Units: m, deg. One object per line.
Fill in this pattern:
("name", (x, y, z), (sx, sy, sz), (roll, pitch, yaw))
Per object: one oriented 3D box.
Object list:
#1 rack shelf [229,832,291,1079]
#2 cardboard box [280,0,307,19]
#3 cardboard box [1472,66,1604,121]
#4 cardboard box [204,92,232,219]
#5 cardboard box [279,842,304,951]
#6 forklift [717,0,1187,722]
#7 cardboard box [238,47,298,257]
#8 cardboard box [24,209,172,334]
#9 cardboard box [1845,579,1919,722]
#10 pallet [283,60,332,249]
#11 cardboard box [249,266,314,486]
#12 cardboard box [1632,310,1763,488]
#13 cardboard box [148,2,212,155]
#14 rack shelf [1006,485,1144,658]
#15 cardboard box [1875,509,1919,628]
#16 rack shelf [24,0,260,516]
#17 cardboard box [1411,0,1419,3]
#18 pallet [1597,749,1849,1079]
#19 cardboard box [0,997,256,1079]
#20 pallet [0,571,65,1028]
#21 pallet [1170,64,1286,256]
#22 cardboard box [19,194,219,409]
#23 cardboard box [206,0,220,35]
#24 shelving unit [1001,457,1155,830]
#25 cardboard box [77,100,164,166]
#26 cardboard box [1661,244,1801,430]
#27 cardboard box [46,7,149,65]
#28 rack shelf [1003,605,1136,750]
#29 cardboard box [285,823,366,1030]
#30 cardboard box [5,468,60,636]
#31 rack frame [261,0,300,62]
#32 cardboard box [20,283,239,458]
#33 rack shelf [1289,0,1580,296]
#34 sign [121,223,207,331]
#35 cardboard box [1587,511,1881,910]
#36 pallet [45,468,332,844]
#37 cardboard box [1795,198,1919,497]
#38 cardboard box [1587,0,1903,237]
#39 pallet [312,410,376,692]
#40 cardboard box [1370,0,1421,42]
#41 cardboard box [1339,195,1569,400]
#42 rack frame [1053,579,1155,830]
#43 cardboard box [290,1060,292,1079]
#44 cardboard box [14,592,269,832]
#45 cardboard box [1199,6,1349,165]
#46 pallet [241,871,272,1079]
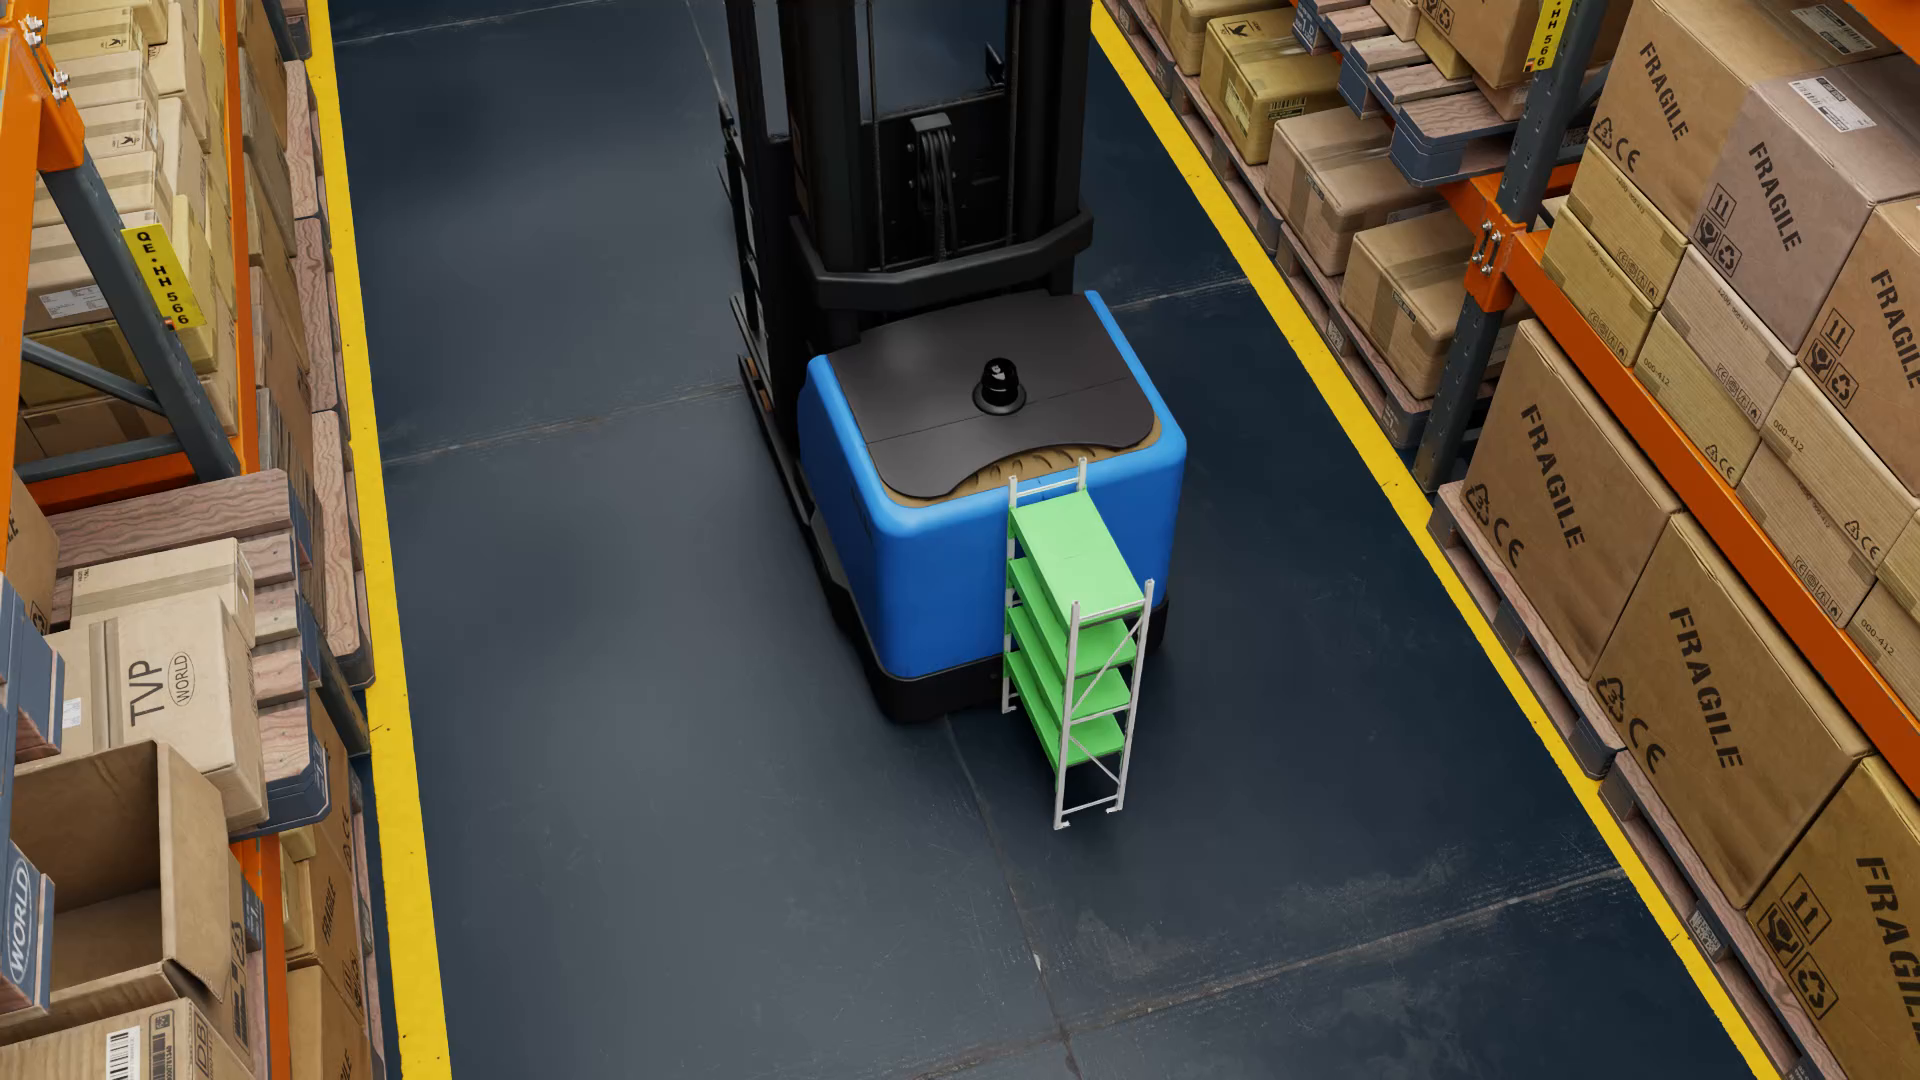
("rack shelf", (-1.901, 1.521, 3.476), (1.077, 0.370, 4.000), (-13, 51, -11))
("cardboard box", (-3.502, -2.770, 8.147), (0.500, 0.250, 0.500), (-13, 51, -11))
("cardboard box", (1.927, -1.537, 5.473), (0.380, 0.149, 0.250), (-12, 51, -10))
("cardboard box", (-2.693, -1.245, 5.436), (0.500, 0.250, 0.500), (-15, 51, -12))
("cardboard box", (-1.958, 0.988, 4.391), (0.380, 0.149, 0.250), (-15, 51, -12))
("forklift", (-0.249, -1.484, 5.584), (1.130, 2.935, 3.031), (-15, 52, -12))
("cardboard box", (-3.288, -1.516, 6.844), (0.875, 0.625, 0.625), (-14, 51, -11))
("cardboard box", (-2.305, -0.712, 4.399), (0.380, 0.149, 0.250), (-12, 51, -10))
("cardboard box", (2.621, 0.282, 4.149), (0.500, 0.250, 0.500), (-13, 51, -11))
("pallet", (-3.420, -1.665, 7.515), (1.003, 0.211, 1.213), (-13, 51, -11))
("cardboard box", (-2.864, -0.475, 5.967), (0.875, 0.625, 0.625), (-12, 51, -10))
("cardboard box", (2.322, -0.463, 4.776), (0.500, 0.250, 0.500), (-15, 51, -12))
("cardboard box", (-2.674, -1.416, 5.253), (0.500, 0.250, 0.500), (-14, 51, -12))
("rack shelf", (0.339, 0.086, 4.849), (0.258, 0.148, 0.480), (-15, 52, -12))
("cardboard box", (2.587, 0.135, 3.946), (0.500, 0.250, 0.500), (-13, 51, -10))
("rack shelf", (-3.083, -1.400, 5.939), (1.077, 0.370, 4.000), (-13, 51, -11))
("cardboard box", (1.685, -2.204, 5.611), (0.500, 0.500, 0.500), (-14, 51, -12))
("pallet", (2.767, 1.085, 5.197), (1.003, 0.211, 1.213), (-13, 51, -11))
("cardboard box", (-1.624, 1.227, 2.913), (0.700, 0.500, 0.500), (-14, 51, -11))
("pallet", (-1.745, 0.595, 1.947), (1.213, 0.211, 1.003), (-13, 51, -11))
("pallet", (1.662, -1.858, 7.678), (1.003, 0.211, 1.213), (-13, 51, -11))
("cardboard box", (-2.366, -0.669, 4.623), (0.500, 0.250, 0.500), (-13, 51, -11))
("cardboard box", (-3.004, -2.000, 6.072), (0.500, 0.250, 0.500), (-13, 51, -11))
("shelving unit", (0.339, 0.354, 5.167), (0.258, 1.200, 0.503), (-15, 52, -12))
("cardboard box", (-2.486, -1.088, 4.716), (0.380, 0.149, 0.250), (-12, 51, -10))
("cardboard box", (2.314, -0.605, 4.570), (0.500, 0.250, 0.500), (-12, 51, -10))
("cardboard box", (-2.678, -1.453, 5.024), (0.380, 0.149, 0.250), (-13, 51, -11))
("rack shelf", (0.339, 0.395, 5.216), (0.258, 0.148, 0.480), (-15, 52, -12))
("cardboard box", (-2.024, 1.127, 4.698), (0.500, 0.500, 0.500), (-14, 51, -12))
("cardboard box", (-2.489, 0.072, 3.887), (0.500, 0.500, 0.500), (-11, 51, -9))
("rack frame", (-3.675, -3.093, 6.895), (1.000, 3.000, 0.127), (-13, 51, -11))
("cardboard box", (-2.390, -0.502, 4.810), (0.500, 0.250, 0.500), (-13, 51, -11))
("rack shelf", (1.657, -2.525, 6.887), (1.077, 0.370, 4.000), (-13, 51, -11))
("sign", (-1.976, -0.648, 4.129), (0.100, 0.325, 0.005), (-13, 51, -11))
("cardboard box", (2.633, 0.429, 5.042), (0.875, 0.875, 0.875), (-13, 51, -11))
("pallet", (-2.224, 0.370, 4.102), (1.213, 0.211, 1.003), (-13, 51, -11))
("cardboard box", (2.455, -0.494, 3.985), (0.500, 0.500, 0.500), (-12, 51, -10))
("cardboard box", (2.161, -1.235, 4.610), (0.500, 0.500, 0.500), (-15, 51, -12))
("pallet", (-2.698, 0.117, 6.013), (1.003, 0.211, 1.213), (-13, 51, -11))
("cardboard box", (1.661, -1.890, 5.771), (0.380, 0.149, 0.250), (-14, 51, -11))
("cardboard box", (2.091, -1.000, 6.575), (0.950, 0.372, 0.625), (-16, 52, -13))
("rack frame", (0.421, 0.530, 5.019), (0.240, 1.200, 0.015), (-15, 52, -12))
("cardboard box", (-1.849, 1.373, 4.066), (0.380, 0.149, 0.250), (-14, 51, -12))
("cardboard box", (-1.871, 0.439, 3.741), (0.500, 0.250, 0.500), (-15, 52, -13))
("cardboard box", (1.646, -2.092, 7.496), (0.950, 0.372, 0.625), (-12, 51, -10))
("pallet", (-1.912, 1.310, 3.309), (1.003, 0.211, 1.213), (-13, 51, -11))
